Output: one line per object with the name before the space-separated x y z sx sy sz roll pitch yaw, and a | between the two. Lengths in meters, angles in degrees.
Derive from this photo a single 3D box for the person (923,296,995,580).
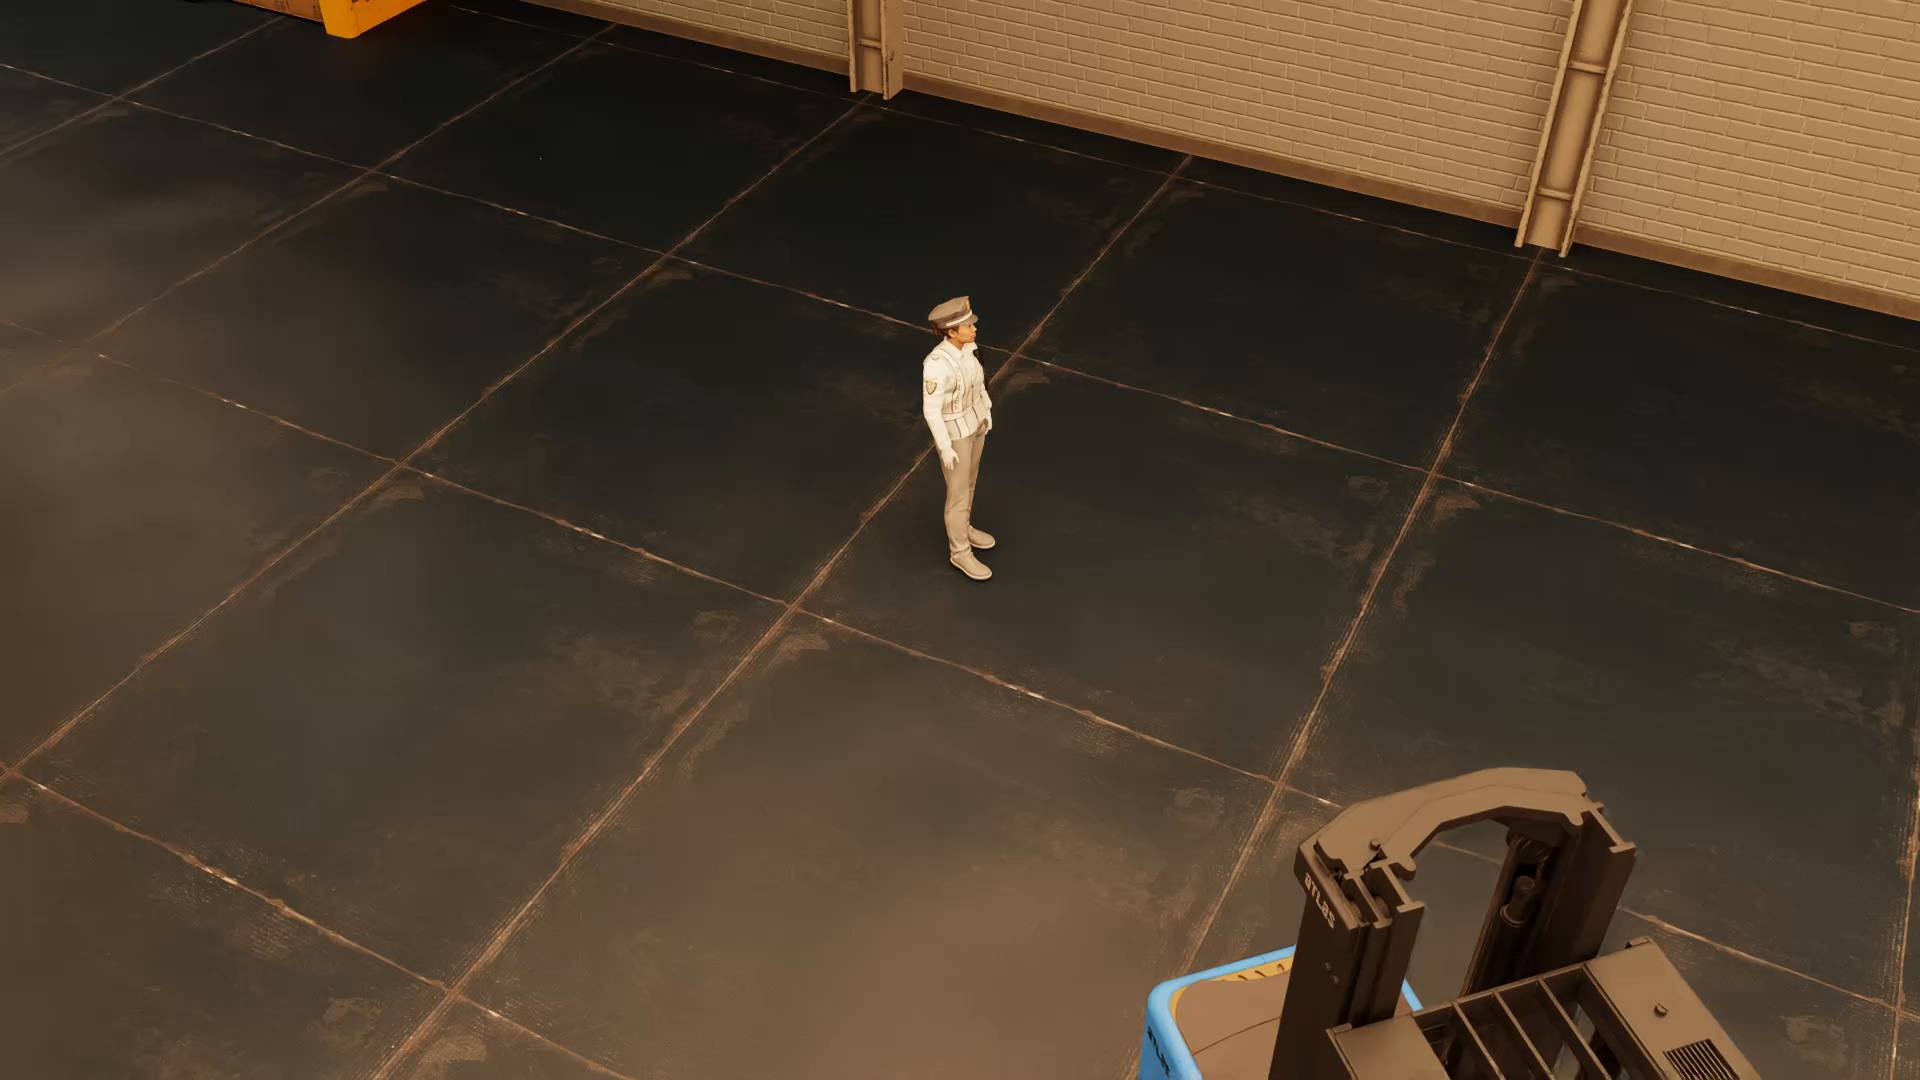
person | 0.058 -0.630 9.683 0.531 1.695 0.588 18 43 21

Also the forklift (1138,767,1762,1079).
forklift | 1.651 2.262 5.300 1.130 2.935 3.031 -12 41 -13
